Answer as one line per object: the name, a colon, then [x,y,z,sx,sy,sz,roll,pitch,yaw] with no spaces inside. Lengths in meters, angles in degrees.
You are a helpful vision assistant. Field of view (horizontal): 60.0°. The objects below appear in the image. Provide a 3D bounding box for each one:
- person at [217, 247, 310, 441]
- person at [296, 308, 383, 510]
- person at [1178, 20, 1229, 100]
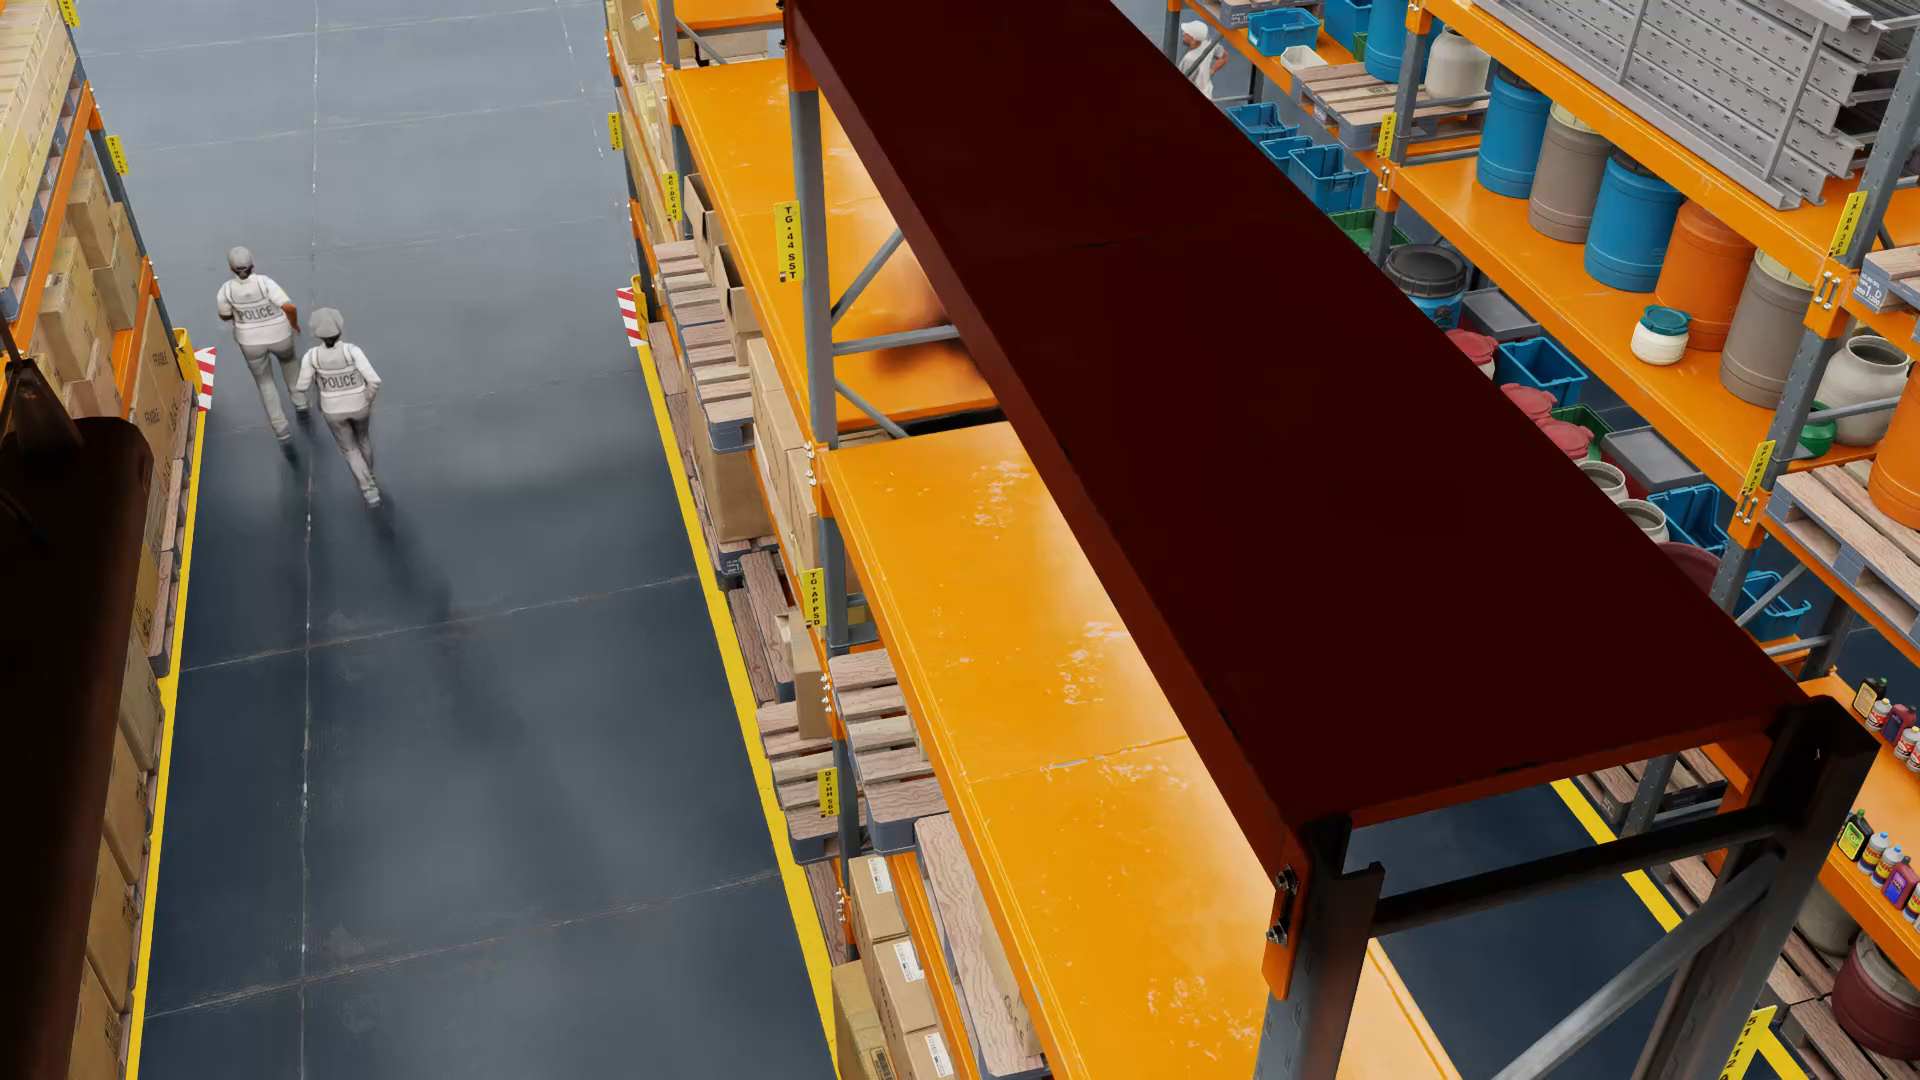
person: [-5.623,-1.588,13.502,0.581,1.730,0.754,-16,41,-19]
person: [-4.692,-0.986,12.715,0.593,1.710,0.824,-16,41,-19]
person: [2.403,-4.525,17.113,0.631,1.727,0.667,13,40,15]
